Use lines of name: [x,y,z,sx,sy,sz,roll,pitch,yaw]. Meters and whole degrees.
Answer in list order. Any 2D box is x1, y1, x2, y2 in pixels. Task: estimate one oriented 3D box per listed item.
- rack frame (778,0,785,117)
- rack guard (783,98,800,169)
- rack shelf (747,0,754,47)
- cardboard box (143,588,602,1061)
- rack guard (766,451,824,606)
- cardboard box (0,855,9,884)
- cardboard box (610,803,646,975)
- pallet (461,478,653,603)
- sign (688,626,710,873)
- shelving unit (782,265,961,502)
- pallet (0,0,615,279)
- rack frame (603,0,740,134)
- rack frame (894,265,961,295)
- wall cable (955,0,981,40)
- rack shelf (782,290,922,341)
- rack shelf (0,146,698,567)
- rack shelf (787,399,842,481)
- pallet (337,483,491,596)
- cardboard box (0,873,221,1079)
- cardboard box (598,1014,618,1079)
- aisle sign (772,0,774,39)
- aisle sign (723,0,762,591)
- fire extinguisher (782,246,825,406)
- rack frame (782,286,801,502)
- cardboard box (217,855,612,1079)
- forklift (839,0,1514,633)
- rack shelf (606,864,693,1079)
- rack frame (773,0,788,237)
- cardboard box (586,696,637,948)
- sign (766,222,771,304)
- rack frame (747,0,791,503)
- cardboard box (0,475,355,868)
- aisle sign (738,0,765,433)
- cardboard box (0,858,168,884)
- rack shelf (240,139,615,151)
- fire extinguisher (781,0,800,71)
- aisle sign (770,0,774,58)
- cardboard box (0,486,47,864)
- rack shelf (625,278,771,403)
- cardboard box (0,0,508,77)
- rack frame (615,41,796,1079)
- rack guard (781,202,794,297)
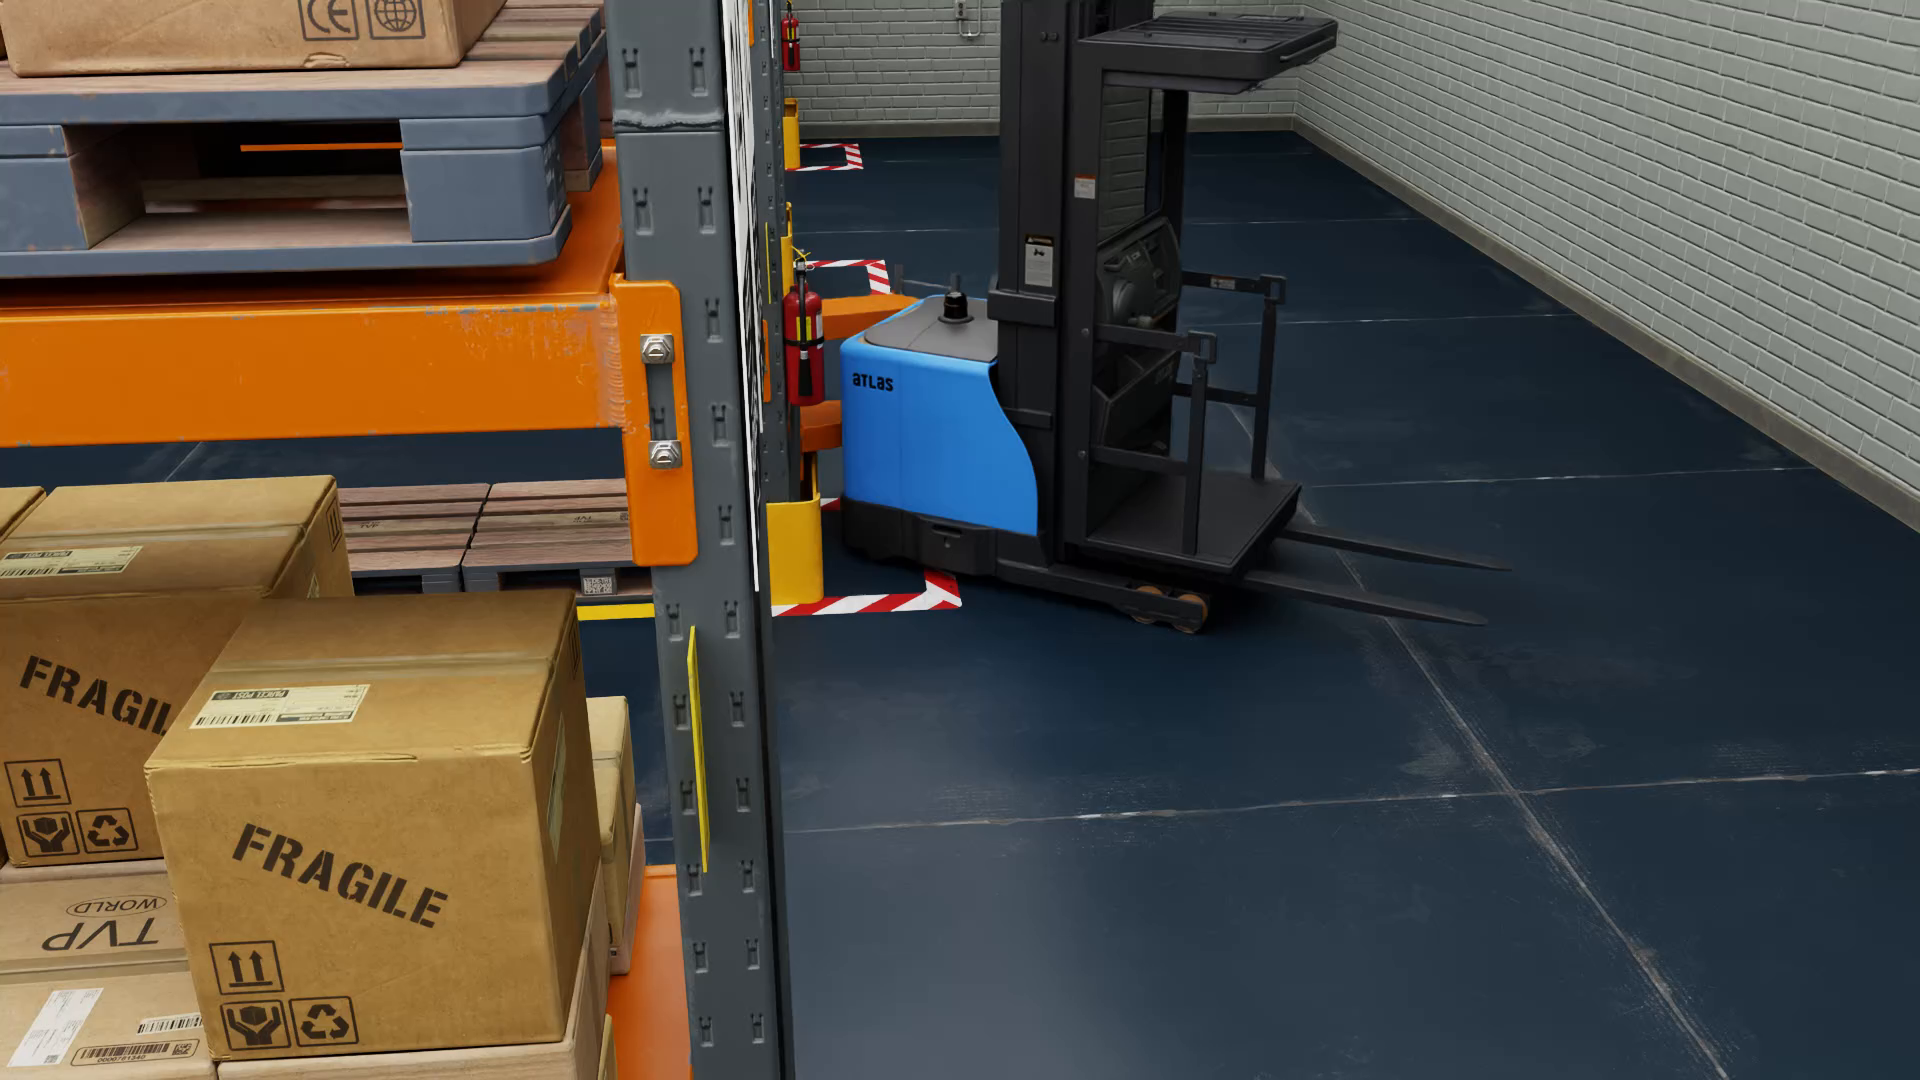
rack frame: [-1.847,-5.309,16.502,0.127,3.000,1.000,-2,24,-5]
rack guard: [-1.823,-4.168,17.012,0.348,0.500,1.175,-2,24,-5]
rack shelf: [-2.863,-2.267,6.850,4.000,0.370,1.077,-2,24,-5]
cardboard box: [-0.845,0.413,2.524,0.500,0.500,0.500,-2,24,-4]
rack guard: [-0.850,-0.169,8.015,0.348,0.500,1.175,-2,24,-5]
cardboard box: [-1.907,0.582,3.067,0.500,0.250,0.500,-3,24,-7]
cardboard box: [-0.772,0.693,3.308,0.250,0.149,0.380,-2,24,-5]
pallet: [-1.697,-0.014,8.021,1.213,0.211,1.003,-2,24,-5]
sign: [-0.347,0.279,2.211,0.005,0.325,0.100,-2,24,-5]
shelving unit: [-0.566,-0.792,8.522,1.048,1.125,0.538,-12,20,-40]
pallet: [-1.123,-0.599,2.322,1.213,0.211,1.003,-2,24,-5]
rack frame: [-0.386,-2.044,1.770,0.127,3.000,1.000,-2,24,-5]
rack frame: [-0.186,-0.874,8.850,0.032,1.125,0.500,-12,20,-40]
wall cable: [-0.665,-6.207,17.271,1.851,1.984,0.084,-2,24,-5]
rack shelf: [-0.560,-1.073,8.444,1.000,0.278,0.538,-12,20,-40]
rack shelf: [-2.376,-0.265,2.346,4.000,0.370,1.077,-2,24,-5]
rack shelf: [-0.572,-0.556,8.588,1.000,0.278,0.538,-12,20,-40]
pallet: [-2.909,0.034,7.914,1.213,0.211,1.003,-2,24,-5]
cardboard box: [-1.347,0.776,2.629,0.500,0.250,0.500,-3,24,-6]
cardboard box: [-0.708,0.959,2.709,0.250,0.149,0.380,-2,24,-4]
aisle sign: [-0.831,-2.616,7.242,0.004,0.787,0.394,-2,24,-5]
aisle sign: [-0.285,-0.373,2.195,0.004,0.787,0.394,-2,24,-5]
fire extinguisher: [-0.678,-0.922,7.185,0.183,0.674,0.296,-2,24,-5]
rack frame: [-0.947,-0.710,8.195,0.032,1.125,0.500,-12,20,-40]
cardboard box: [-0.842,0.756,2.674,0.500,0.250,0.500,-3,24,-6]
forklift: [0.979,-1.177,7.290,3.031,2.935,1.130,11,26,24]
rack shelf: [-2.376,1.105,2.955,4.000,0.370,1.077,-2,24,-5]
rack frame: [-1.356,-3.307,11.998,0.127,3.000,1.000,-2,24,-5]
cardboard box: [-0.890,0.540,3.161,0.500,0.250,0.500,-3,24,-7]
sign: [-0.803,-1.158,6.961,0.005,0.325,0.100,-2,24,-5]
rack frame: [-0.873,-1.305,7.493,0.127,3.000,1.000,-2,24,-5]
cardboard box: [-1.388,0.217,2.964,0.500,0.500,0.500,-3,24,-6]
aisle sign: [-0.344,-0.615,2.740,0.004,0.787,0.394,-2,24,-5]
cardboard box: [-1.407,0.563,3.109,0.500,0.250,0.500,-3,24,-6]
rack shelf: [-3.346,-2.899,11.964,4.000,0.370,1.077,-2,24,-5]
fire extinguisher: [-1.651,-4.923,16.188,0.183,0.674,0.296,-2,24,-5]
aisle sign: [-0.773,-2.377,6.705,0.004,0.787,0.394,-2,24,-5]
cardboard box: [-1.903,0.240,2.912,0.500,0.500,0.500,-3,24,-7]
rack shelf: [-2.863,-0.896,7.460,4.000,0.370,1.077,-2,24,-5]
cardboard box: [-0.898,-0.915,2.158,0.500,0.500,0.700,-4,24,-8]
rack frame: [-0.386,0.697,2.989,0.127,3.000,1.000,-2,24,-5]
rack guard: [-1.432,-2.162,12.499,0.348,0.500,1.175,-2,24,-5]
